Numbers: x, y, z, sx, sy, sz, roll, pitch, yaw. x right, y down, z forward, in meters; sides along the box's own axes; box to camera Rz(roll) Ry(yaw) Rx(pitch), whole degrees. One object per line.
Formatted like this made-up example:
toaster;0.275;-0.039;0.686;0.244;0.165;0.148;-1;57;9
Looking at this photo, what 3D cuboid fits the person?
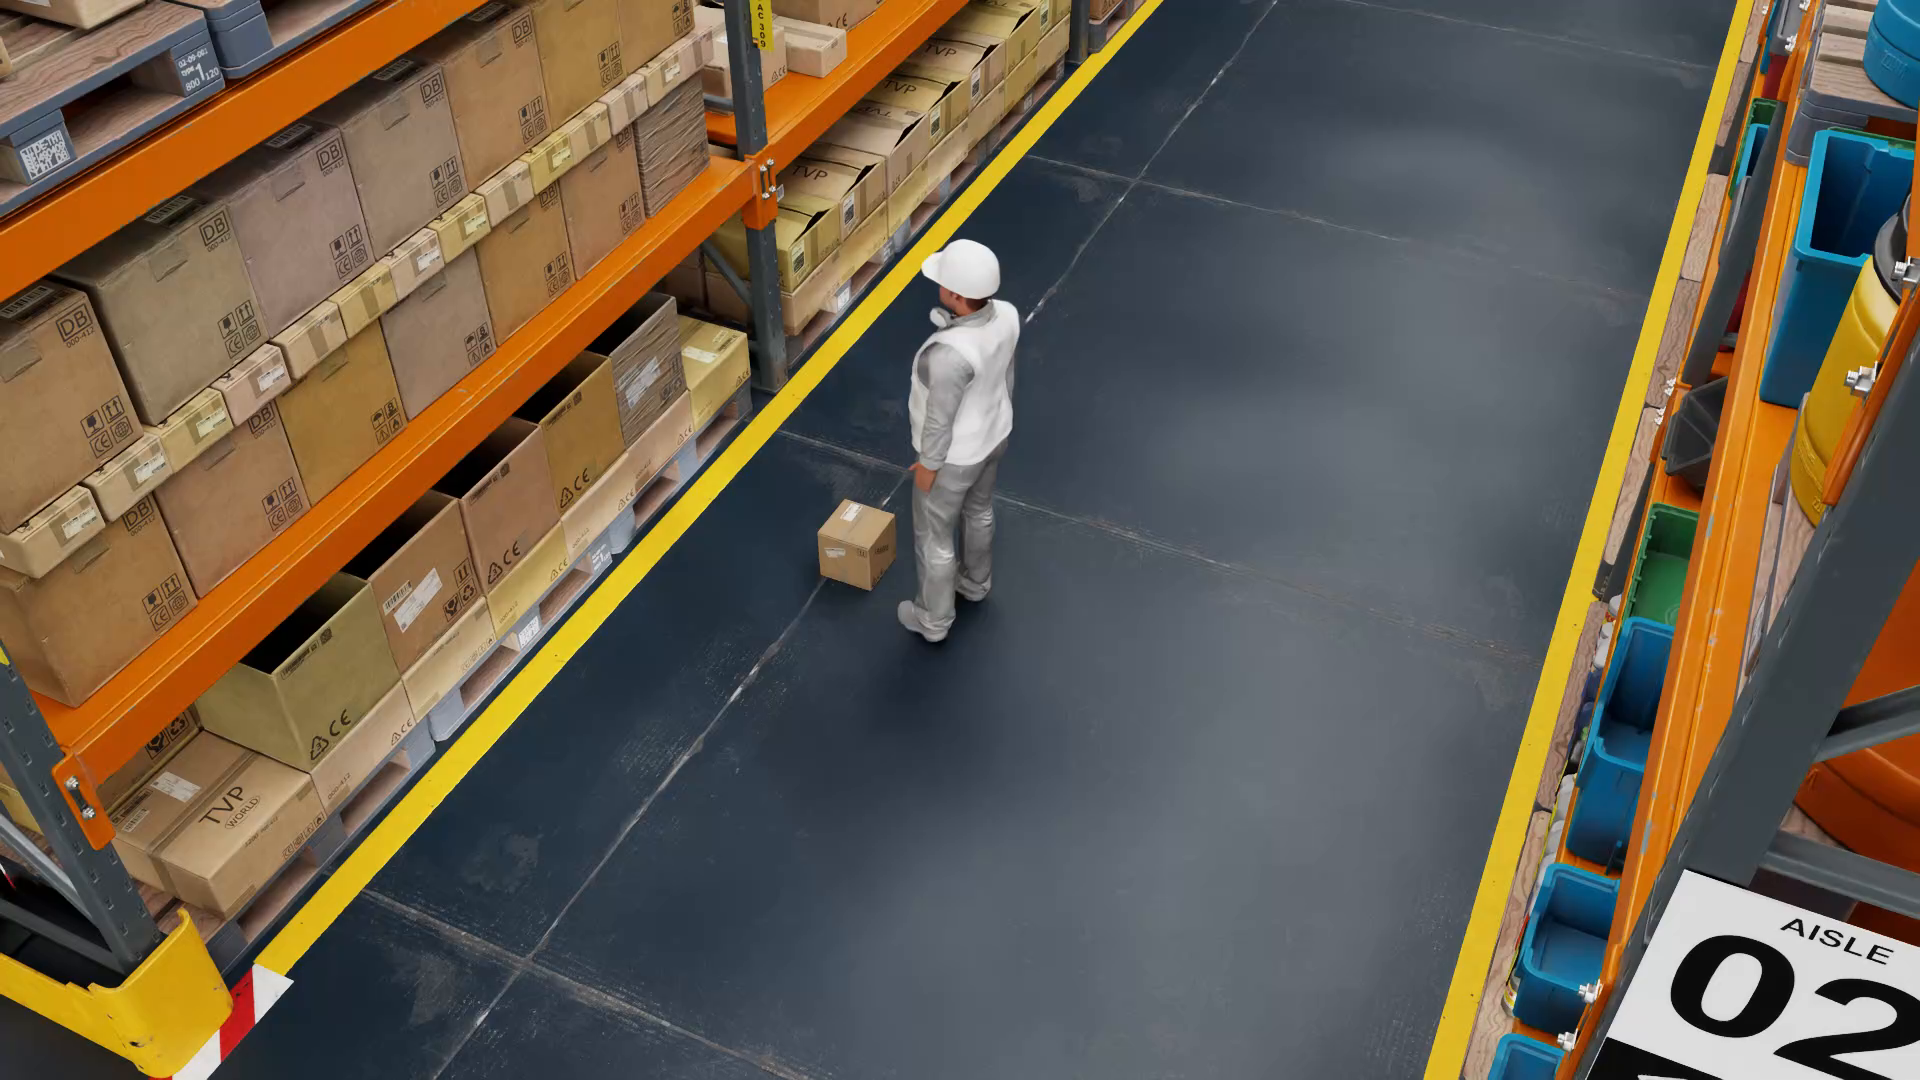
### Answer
person;-0.017;-0.403;6.594;0.385;1.795;0.596;23;47;24
